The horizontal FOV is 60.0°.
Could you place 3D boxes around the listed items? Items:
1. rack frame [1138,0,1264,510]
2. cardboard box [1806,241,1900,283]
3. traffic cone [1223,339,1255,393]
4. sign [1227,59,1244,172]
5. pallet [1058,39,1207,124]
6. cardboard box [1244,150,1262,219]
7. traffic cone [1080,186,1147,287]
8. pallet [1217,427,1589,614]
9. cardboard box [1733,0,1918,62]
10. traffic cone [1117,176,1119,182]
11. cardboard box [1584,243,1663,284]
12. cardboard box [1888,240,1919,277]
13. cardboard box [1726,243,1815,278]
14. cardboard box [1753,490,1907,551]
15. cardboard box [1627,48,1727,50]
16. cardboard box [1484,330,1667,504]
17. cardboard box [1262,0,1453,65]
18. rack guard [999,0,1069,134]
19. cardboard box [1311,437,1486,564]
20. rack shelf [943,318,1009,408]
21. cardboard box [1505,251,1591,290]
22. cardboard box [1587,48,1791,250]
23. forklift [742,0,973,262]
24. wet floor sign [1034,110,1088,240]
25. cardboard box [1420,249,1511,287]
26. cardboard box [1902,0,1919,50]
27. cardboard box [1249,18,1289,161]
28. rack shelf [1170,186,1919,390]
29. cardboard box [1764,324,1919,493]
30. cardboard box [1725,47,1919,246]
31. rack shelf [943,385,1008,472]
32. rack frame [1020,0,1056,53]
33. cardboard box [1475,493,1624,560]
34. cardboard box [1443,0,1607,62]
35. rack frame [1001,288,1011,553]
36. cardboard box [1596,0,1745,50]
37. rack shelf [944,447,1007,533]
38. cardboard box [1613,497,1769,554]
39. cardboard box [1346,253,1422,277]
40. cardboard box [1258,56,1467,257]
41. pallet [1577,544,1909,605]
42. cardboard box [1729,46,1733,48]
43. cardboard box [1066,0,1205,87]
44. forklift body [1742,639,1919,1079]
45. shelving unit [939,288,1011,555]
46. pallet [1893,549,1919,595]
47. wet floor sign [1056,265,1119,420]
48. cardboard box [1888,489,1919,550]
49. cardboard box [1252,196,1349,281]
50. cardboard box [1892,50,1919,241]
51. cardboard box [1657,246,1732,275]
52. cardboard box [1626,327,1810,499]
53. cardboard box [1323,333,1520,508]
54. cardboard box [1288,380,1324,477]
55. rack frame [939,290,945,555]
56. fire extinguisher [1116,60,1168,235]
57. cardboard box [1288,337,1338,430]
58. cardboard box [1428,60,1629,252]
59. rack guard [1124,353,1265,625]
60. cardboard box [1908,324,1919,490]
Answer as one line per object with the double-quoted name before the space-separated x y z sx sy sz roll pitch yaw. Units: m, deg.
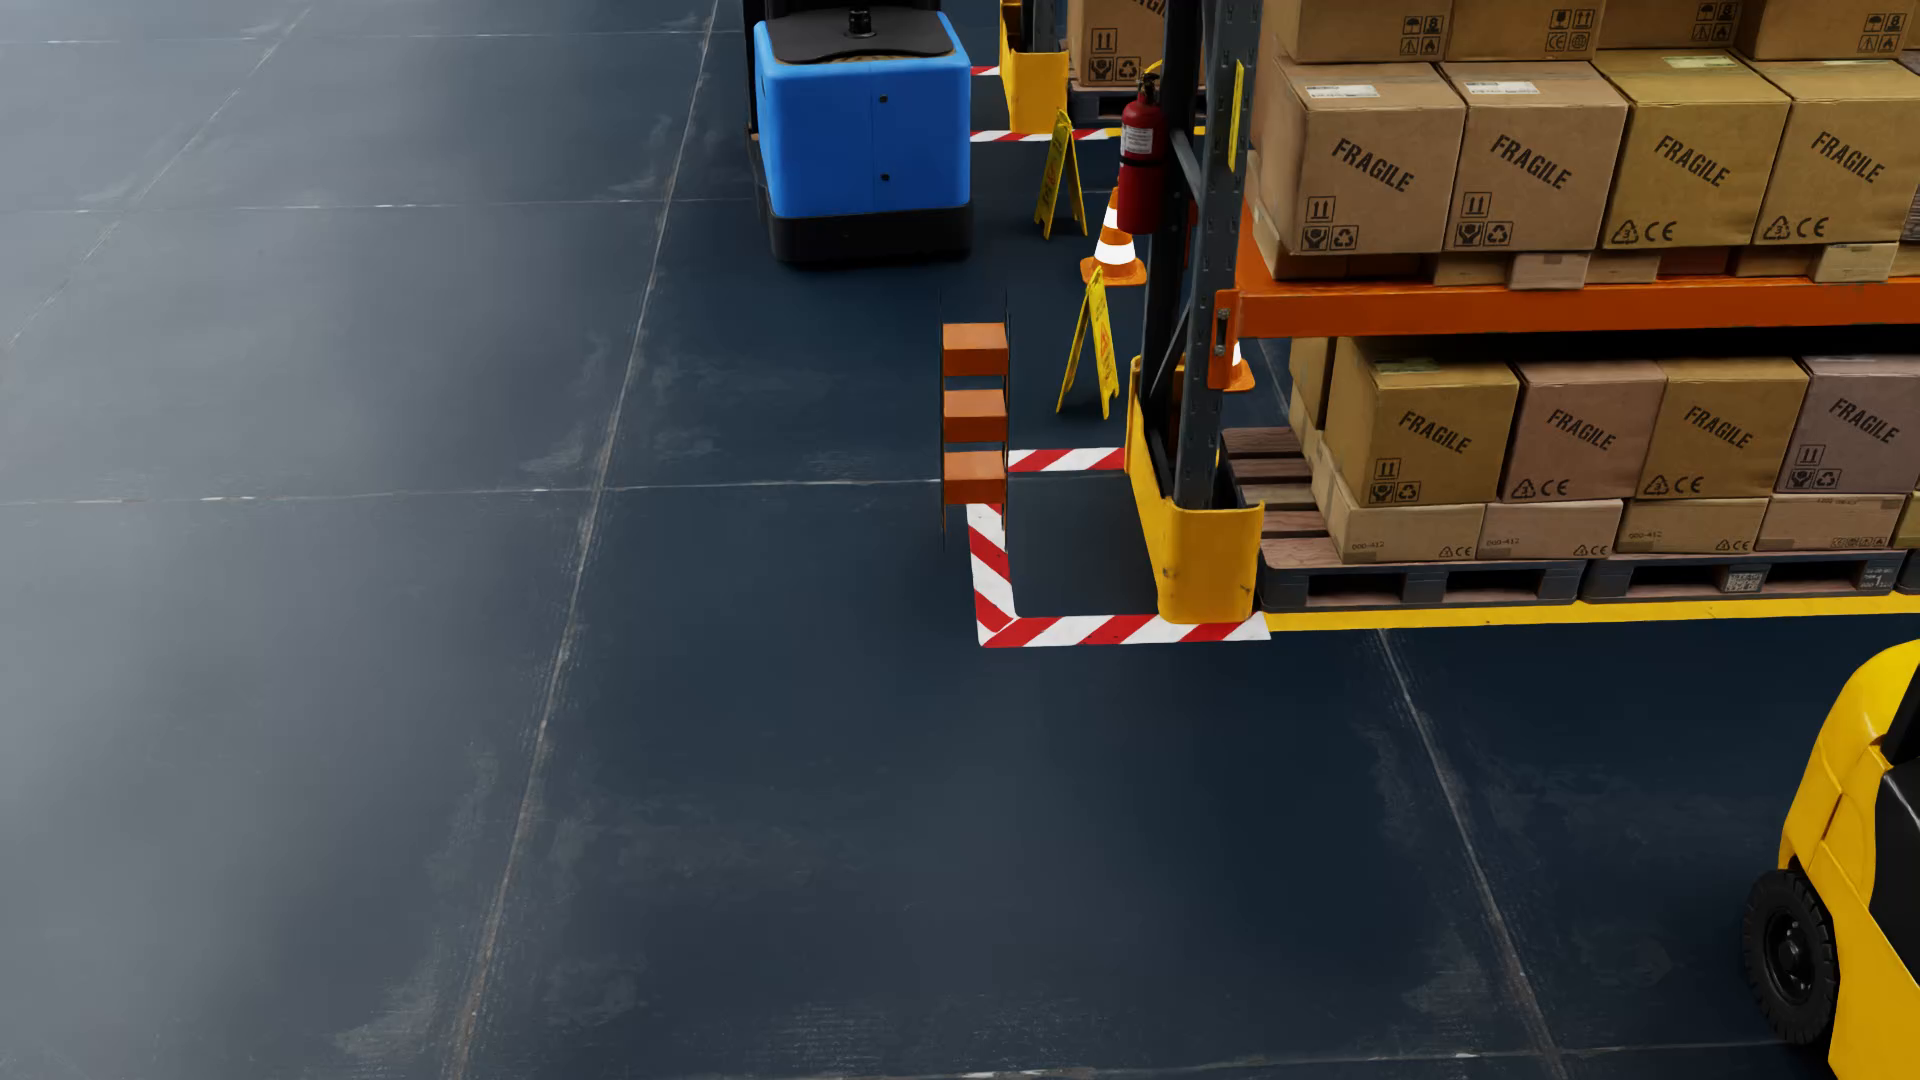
"rack frame" 0.819 -1.254 5.797 0.127 3.000 1.000 -2 35 -2
"cardboard box" 2.981 -1.030 5.694 0.250 0.149 0.380 -1 35 -2
"traffic cone" 1.188 -0.955 7.595 0.334 0.463 0.336 -2 35 -2
"sign" 0.845 -1.301 5.105 0.005 0.325 0.100 -2 35 -2
"pallet" 1.279 -2.984 10.747 1.213 0.211 1.003 -2 35 -2
"cardboard box" 1.183 -1.282 6.058 0.250 0.149 0.380 0 35 -1
"traffic cone" 0.796 -1.577 8.493 0.334 0.463 0.336 -2 35 -2
"pallet" 1.708 -0.111 6.596 1.213 0.211 1.003 -2 35 -2
"cardboard box" 2.834 -1.982 5.621 0.500 0.500 0.700 -2 35 -3
"traffic cone" 1.082 -2.229 9.435 0.334 0.463 0.336 -2 35 -2
"cardboard box" 2.201 -1.025 5.686 0.250 0.149 0.380 -1 35 -1
"cardboard box" 3.236 -1.057 5.733 0.250 0.149 0.380 -2 35 -3
"cardboard box" 2.727 -1.056 5.732 0.250 0.149 0.380 -2 35 -3
"cardboard box" 3.197 -0.204 6.327 0.500 0.250 0.500 -1 35 -1
"cardboard box" 2.349 -1.611 5.963 0.500 0.500 0.500 -2 35 -2
"cardboard box" 2.184 -0.486 6.076 0.500 0.500 0.500 -3 35 -4
"cardboard box" 1.319 -1.966 5.598 0.500 0.500 0.700 -2 35 -3
"rack guard" 0.460 -3.036 10.569 0.348 0.500 1.175 -2 35 -2
"cardboard box" 1.638 -0.160 6.264 0.500 0.250 0.500 -2 35 -3
"rack shelf" 0.053 -0.658 6.169 0.240 0.259 0.215 -2 35 -2
"cardboard box" 1.944 -0.999 5.649 0.250 0.149 0.380 -1 35 -1
"cardboard box" 2.332 -1.302 5.518 0.500 0.500 0.500 -2 35 -3
"forklift" -0.692 -3.467 9.054 1.130 2.935 3.031 -6 35 -8
"wet floor sign" 0.549 -1.970 8.901 0.232 0.644 0.267 -7 35 -10
"cardboard box" 1.689 -1.018 5.677 0.250 0.149 0.380 -3 35 -4
"cardboard box" 3.351 -2.048 5.716 0.500 0.500 0.700 -2 35 -3
"cardboard box" 1.348 -1.588 5.931 0.500 0.500 0.500 -2 35 -3
"rack shelf" 2.817 -1.012 6.079 4.000 0.370 1.077 -2 35 -2
"cardboard box" 3.219 -0.514 6.116 0.500 0.500 0.500 0 35 0
"cardboard box" 2.839 -1.321 5.544 0.500 0.500 0.500 -2 35 -3
"rack shelf" 0.053 -0.424 6.330 0.240 0.259 0.215 -2 35 -2
"rack frame" 0.484 -4.065 9.858 0.127 3.000 1.000 -2 35 -2
"cardboard box" 2.148 -0.170 6.278 0.500 0.250 0.500 0 35 -1
"cardboard box" 1.825 -1.975 5.612 0.500 0.500 0.700 -1 35 -2
"rack frame" 0.175 -0.437 6.329 0.008 1.050 0.200 -2 35 -2
"cardboard box" 2.330 -2.048 5.716 0.500 0.500 0.700 -2 35 -3
"rack shelf" 0.053 -0.196 6.488 0.240 0.259 0.215 -2 35 -2
"cardboard box" 2.693 -0.192 6.309 0.500 0.250 0.500 1 35 1
"cardboard box" 1.420 -1.057 5.733 0.250 0.149 0.380 -1 35 -2
"cardboard box" 1.305 -1.272 5.474 0.500 0.500 0.500 -2 35 -3
"pallet" 2.924 -0.142 6.641 1.213 0.211 1.003 -2 35 -2
"cardboard box" 2.856 -1.614 5.968 0.500 0.500 0.500 -1 35 -2
"cardboard box" 1.158 -3.420 10.424 0.875 0.875 0.875 -1 35 -2
"forklift body" 2.866 0.829 3.534 1.214 2.155 2.313 -2 35 -2
"shelving unit" 0.053 -0.433 6.324 0.252 1.050 0.215 -2 35 -2
"pallet" 4.146 -0.177 6.691 1.213 0.211 1.003 -2 35 -2
"wet floor sign" 0.579 -0.889 7.338 0.232 0.644 0.267 10 36 14
"cardboard box" 3.705 -0.215 6.343 0.500 0.250 0.500 -2 35 -3
"cardboard box" 1.168 -1.042 5.711 0.250 0.149 0.380 -1 35 -2
"cardboard box" 3.351 -1.337 5.568 0.500 0.500 0.500 -1 35 -1
"cardboard box" 2.462 -1.066 5.746 0.250 0.149 0.380 0 35 -1
"cardboard box" 2.685 -0.495 6.089 0.500 0.500 0.500 -1 35 -1
"cardboard box" 1.662 -0.470 6.052 0.500 0.500 0.500 -3 35 -4
"cardboard box" 1.638 -0.471 6.713 0.500 0.250 0.500 -2 35 -2
"rack frame" -0.069 -0.430 6.320 0.008 1.050 0.200 -2 35 -2
"fire extinguisher" 0.683 -1.481 6.193 0.183 0.674 0.296 -2 35 -2
"cardboard box" 1.607 -0.774 6.492 0.500 0.500 0.500 -1 35 -2
"cardboard box" 1.823 -1.288 5.497 0.500 0.500 0.500 -1 35 -1
"rack guard" 0.895 -0.228 6.511 0.348 0.500 1.175 -2 35 -2
"cardboard box" 3.729 -0.529 6.137 0.500 0.500 0.500 -1 35 -1
